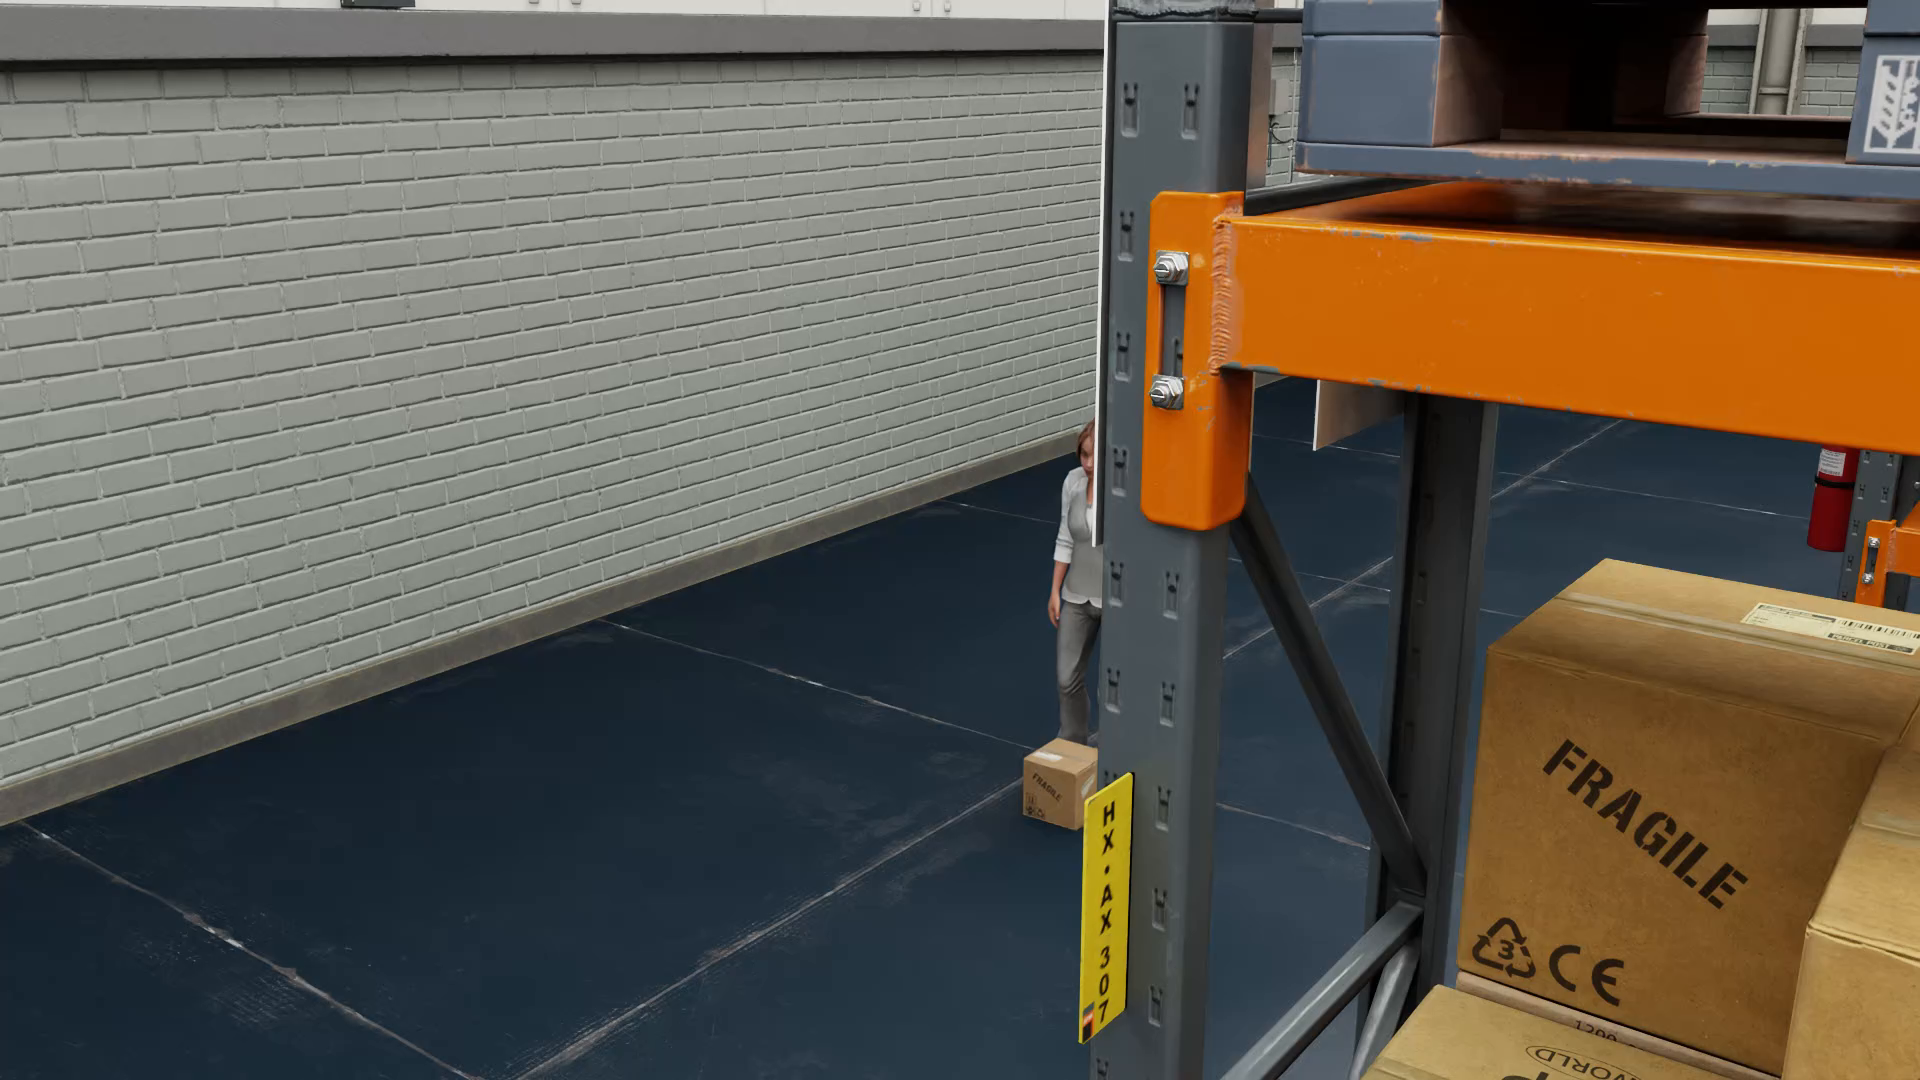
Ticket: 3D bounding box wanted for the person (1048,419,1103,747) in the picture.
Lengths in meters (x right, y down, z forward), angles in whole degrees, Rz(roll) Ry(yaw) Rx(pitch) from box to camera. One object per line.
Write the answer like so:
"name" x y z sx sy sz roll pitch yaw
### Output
"person" 0.554 0.279 6.643 0.467 1.590 0.376 11 20 33
